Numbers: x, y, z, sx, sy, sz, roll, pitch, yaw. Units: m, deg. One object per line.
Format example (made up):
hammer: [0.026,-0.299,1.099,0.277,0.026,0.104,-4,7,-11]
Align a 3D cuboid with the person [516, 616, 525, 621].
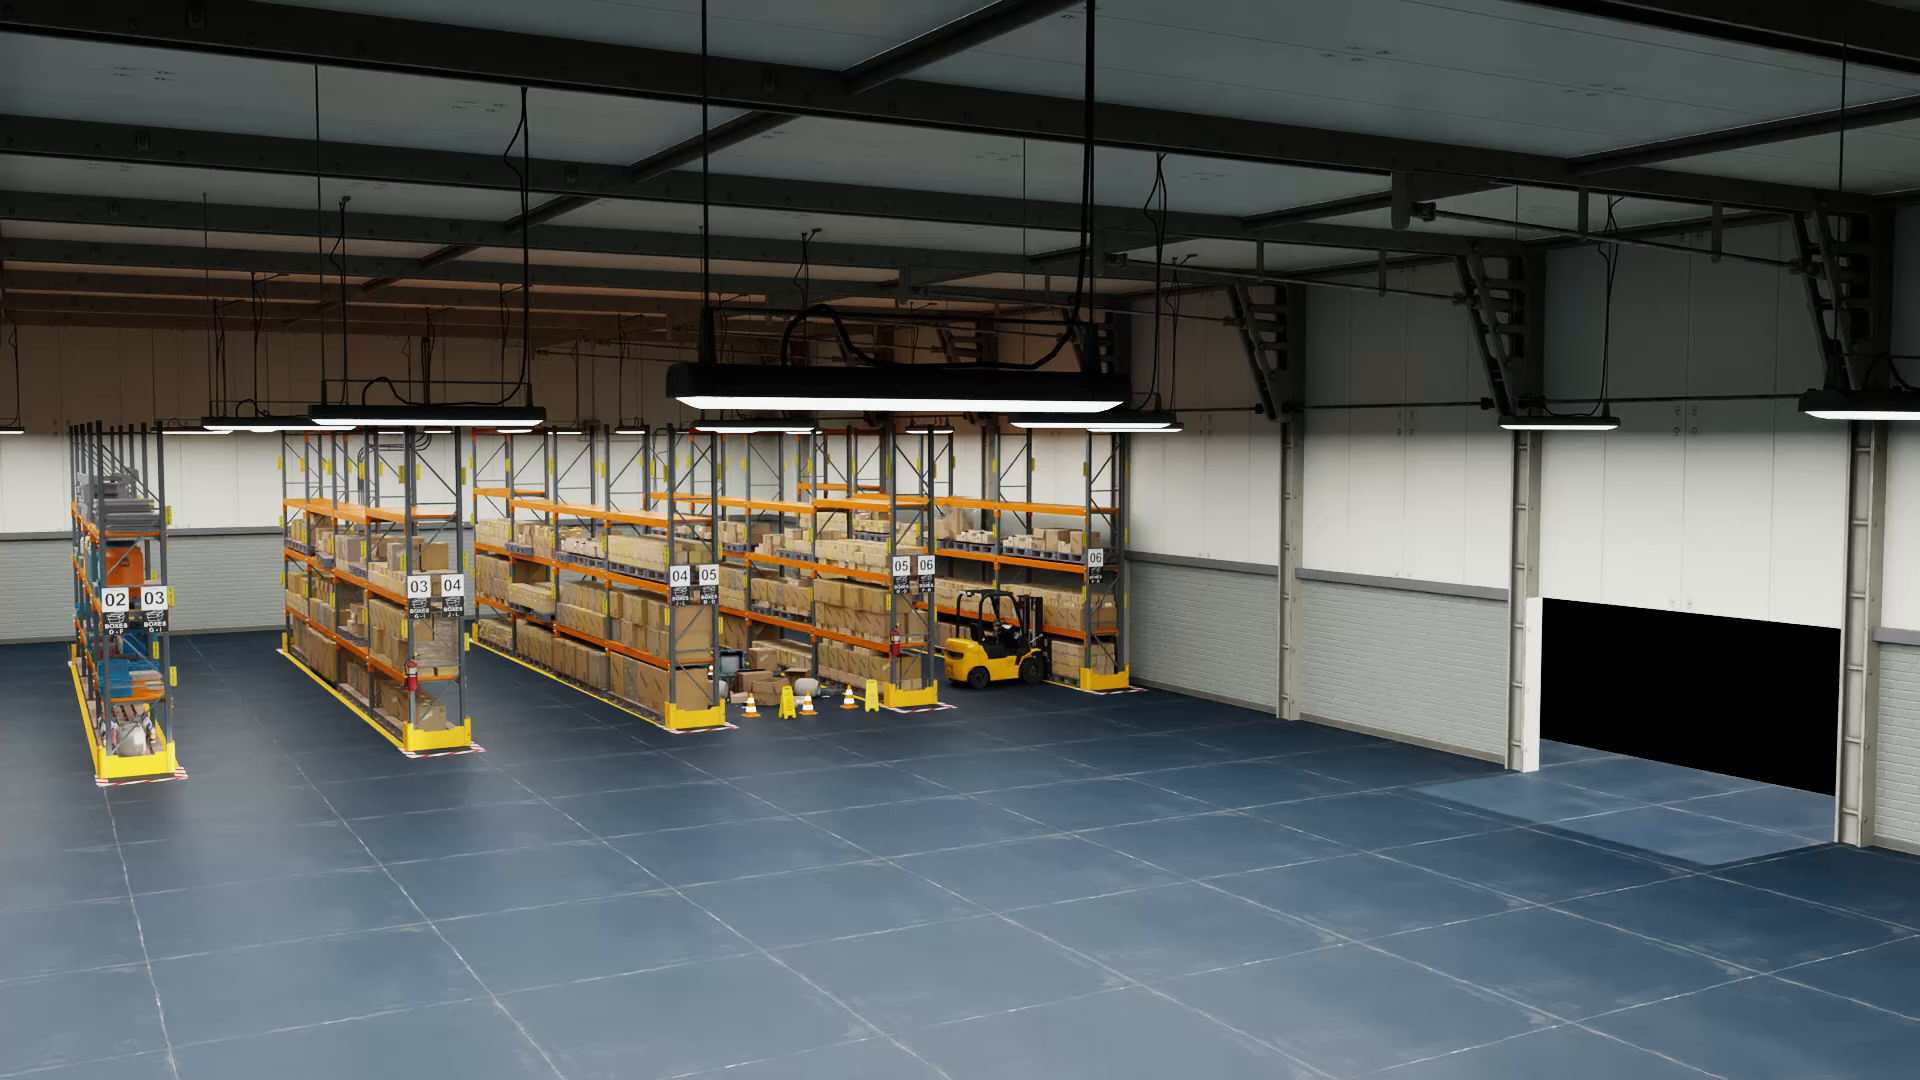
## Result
person: [-12.842,1.892,48.398,0.457,1.680,0.350,-1,4,-22]
